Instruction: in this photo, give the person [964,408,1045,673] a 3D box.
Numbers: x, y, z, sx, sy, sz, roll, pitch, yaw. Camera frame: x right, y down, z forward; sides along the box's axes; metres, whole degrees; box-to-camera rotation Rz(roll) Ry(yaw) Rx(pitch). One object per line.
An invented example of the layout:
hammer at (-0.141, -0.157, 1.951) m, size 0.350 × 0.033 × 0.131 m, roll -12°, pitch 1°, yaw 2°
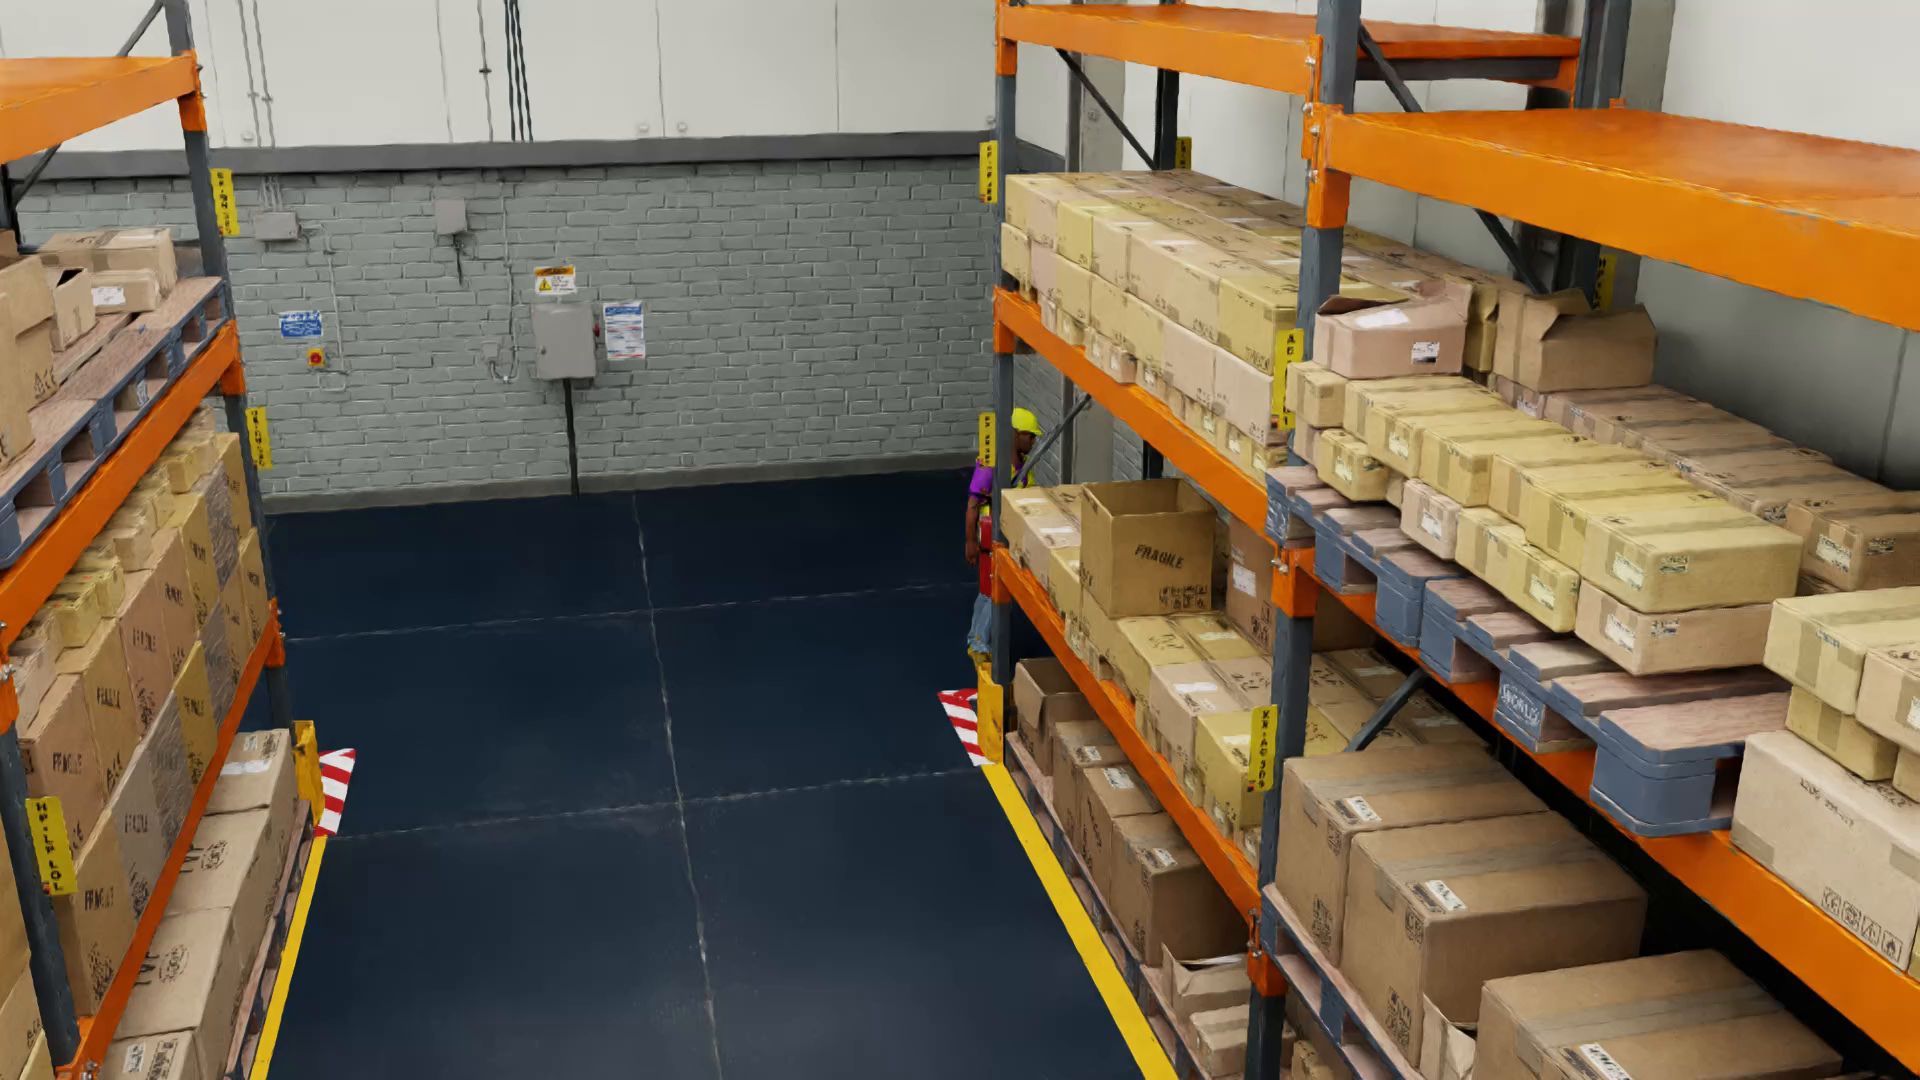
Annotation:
person at (0.289, -0.001, 11.050) m, size 0.536 × 1.767 × 0.652 m, roll 13°, pitch 23°, yaw 32°
